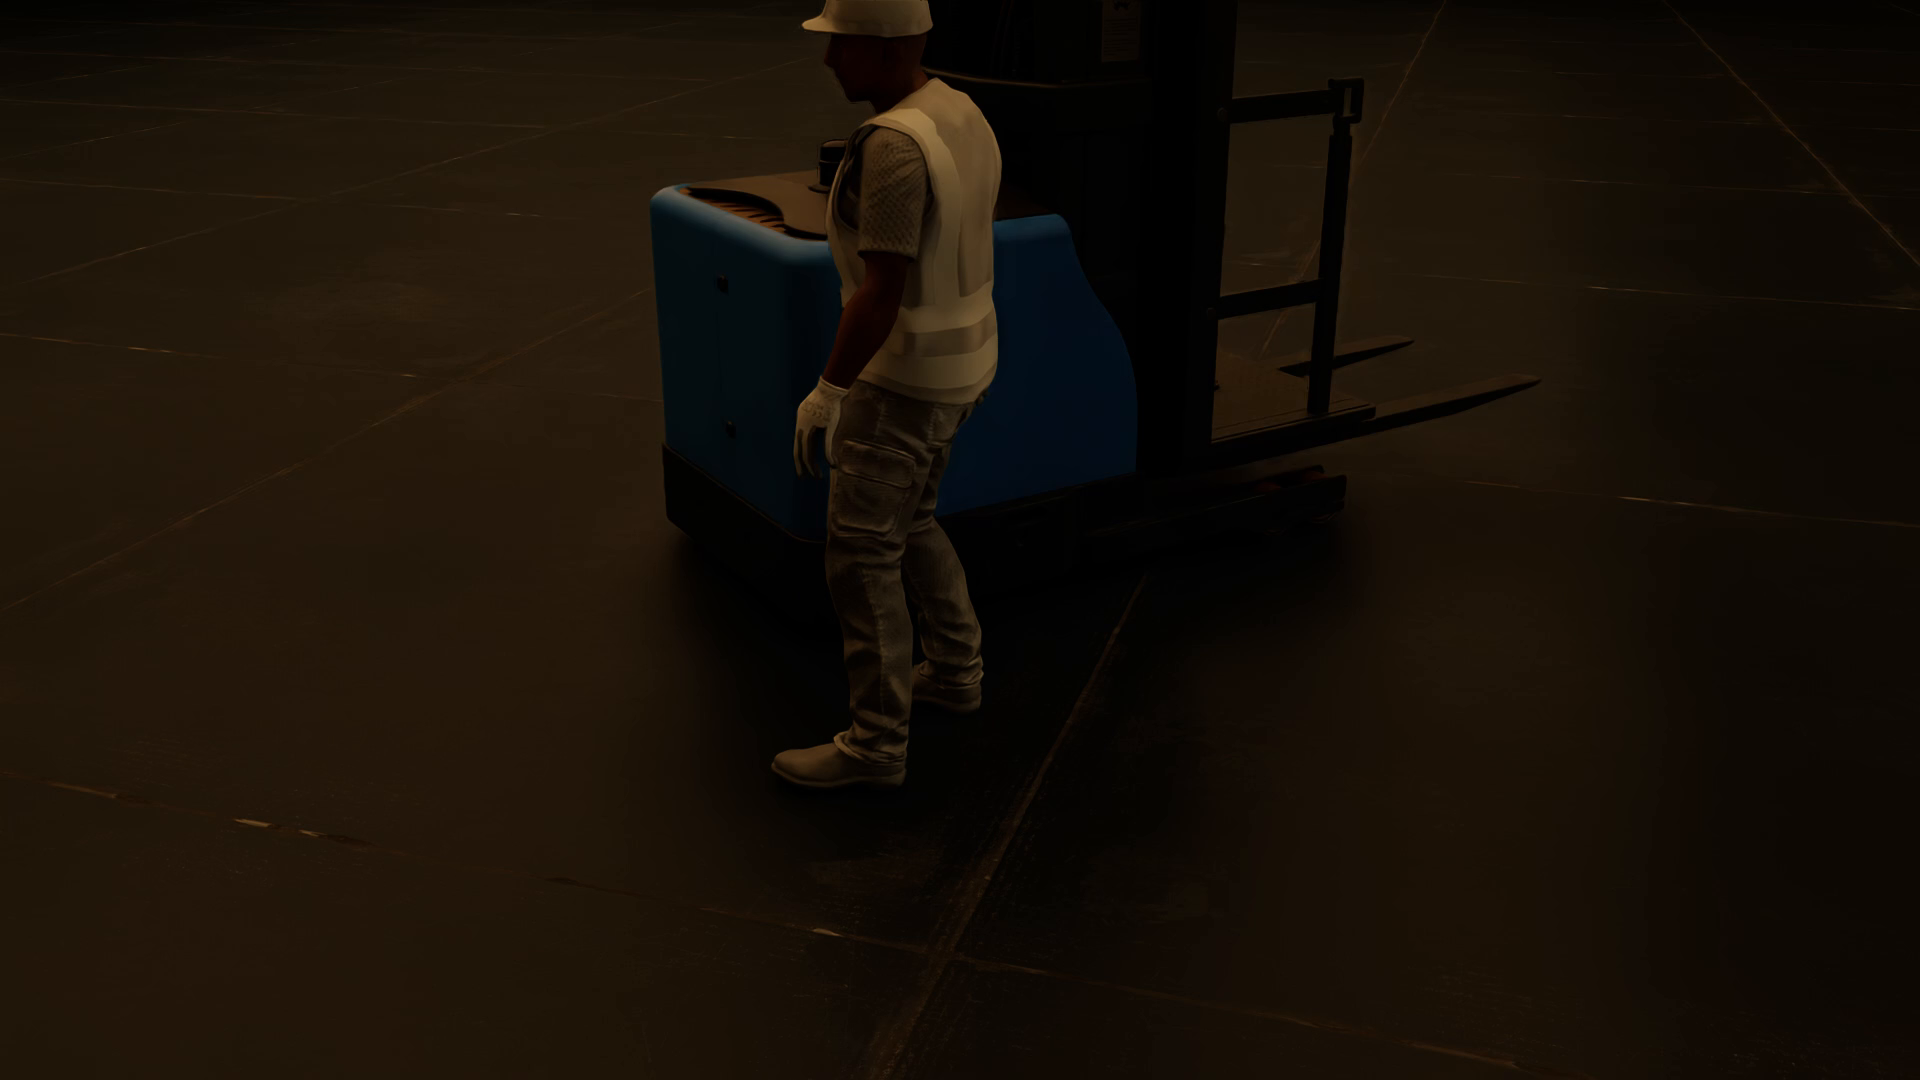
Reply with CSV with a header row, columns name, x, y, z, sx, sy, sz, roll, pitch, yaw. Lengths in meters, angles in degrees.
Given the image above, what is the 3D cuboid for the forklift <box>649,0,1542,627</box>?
name,x,y,z,sx,sy,sz,roll,pitch,yaw
forklift,0.616,-1.521,4.964,3.031,2.935,1.130,-14,26,-30

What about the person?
name,x,y,z,sx,sy,sz,roll,pitch,yaw
person,-0.140,-0.371,3.717,0.417,1.759,0.795,6,23,14
